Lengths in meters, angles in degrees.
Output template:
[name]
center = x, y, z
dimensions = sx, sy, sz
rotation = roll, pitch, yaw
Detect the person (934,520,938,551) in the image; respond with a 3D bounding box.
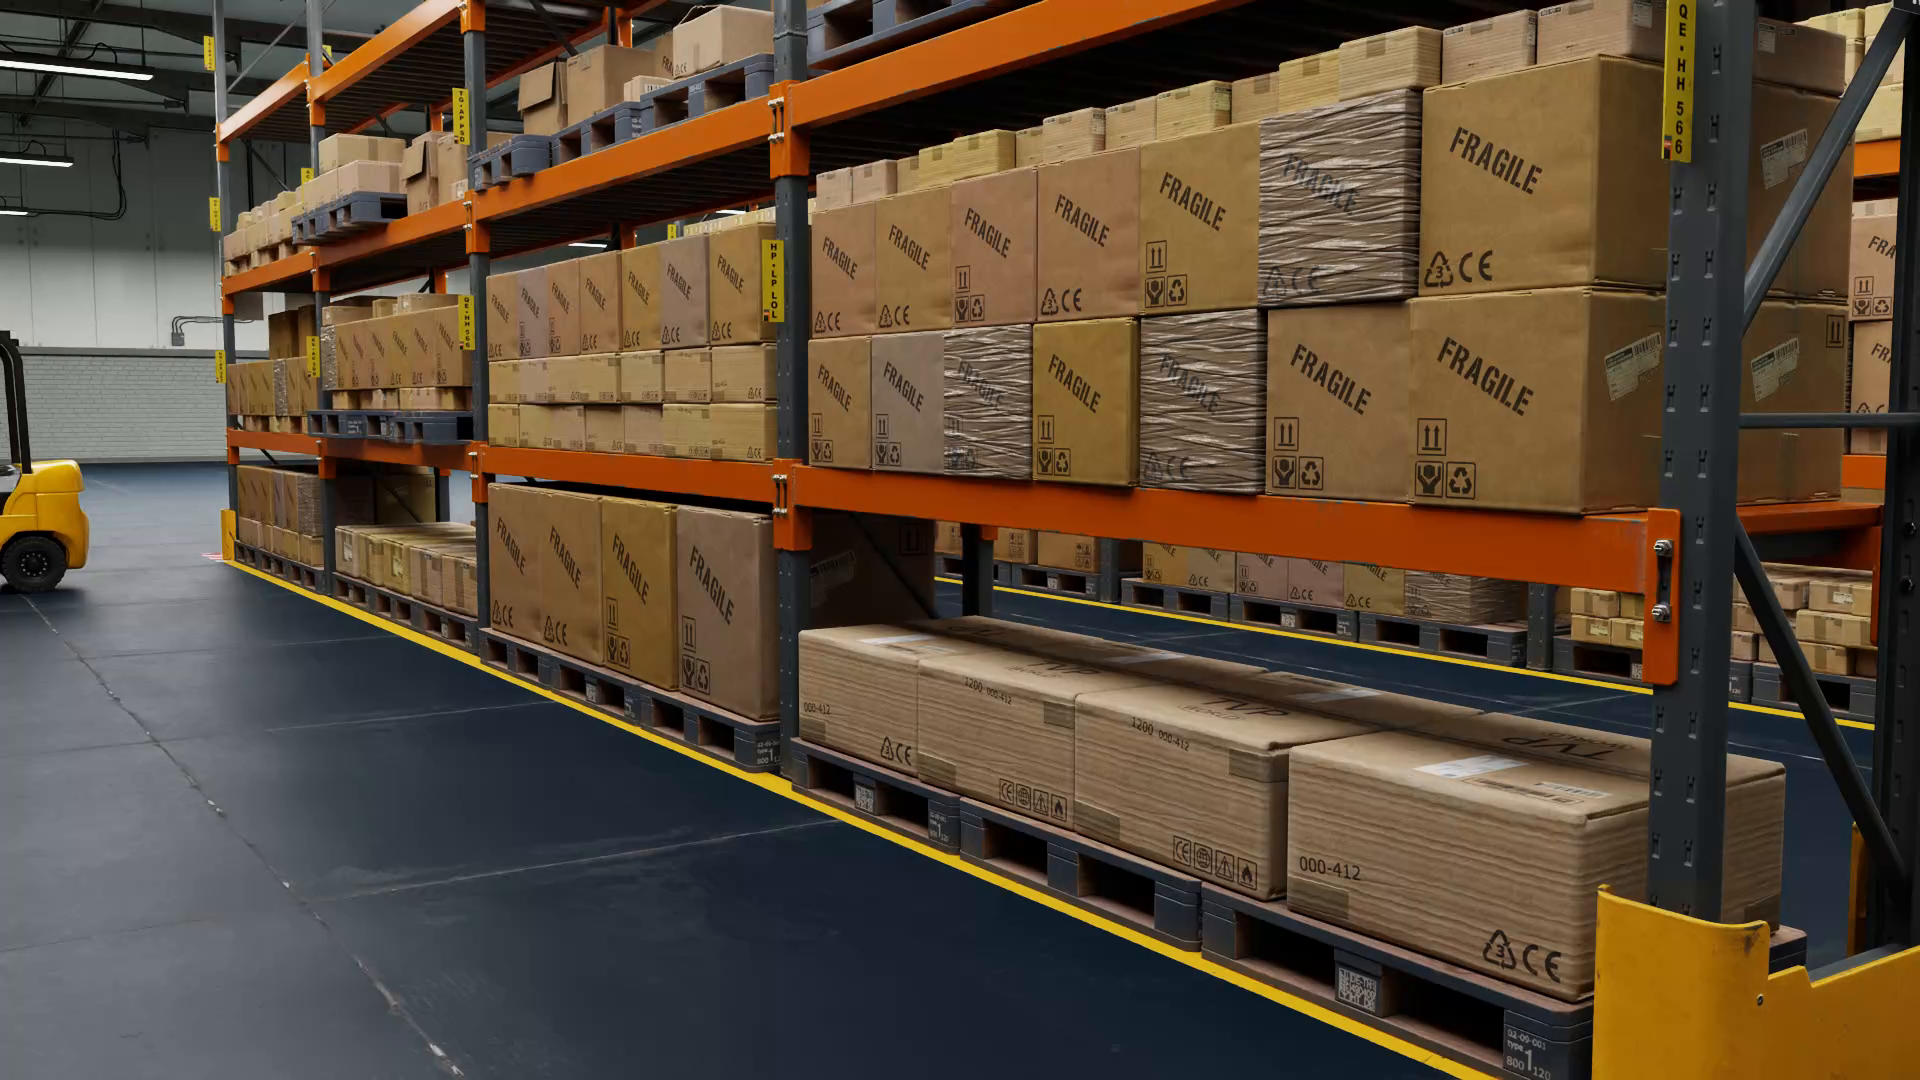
[person]
center = -0.352, -0.075, 9.560
dimensions = 0.540, 1.708, 0.366
rotation = -3, 5, -33
